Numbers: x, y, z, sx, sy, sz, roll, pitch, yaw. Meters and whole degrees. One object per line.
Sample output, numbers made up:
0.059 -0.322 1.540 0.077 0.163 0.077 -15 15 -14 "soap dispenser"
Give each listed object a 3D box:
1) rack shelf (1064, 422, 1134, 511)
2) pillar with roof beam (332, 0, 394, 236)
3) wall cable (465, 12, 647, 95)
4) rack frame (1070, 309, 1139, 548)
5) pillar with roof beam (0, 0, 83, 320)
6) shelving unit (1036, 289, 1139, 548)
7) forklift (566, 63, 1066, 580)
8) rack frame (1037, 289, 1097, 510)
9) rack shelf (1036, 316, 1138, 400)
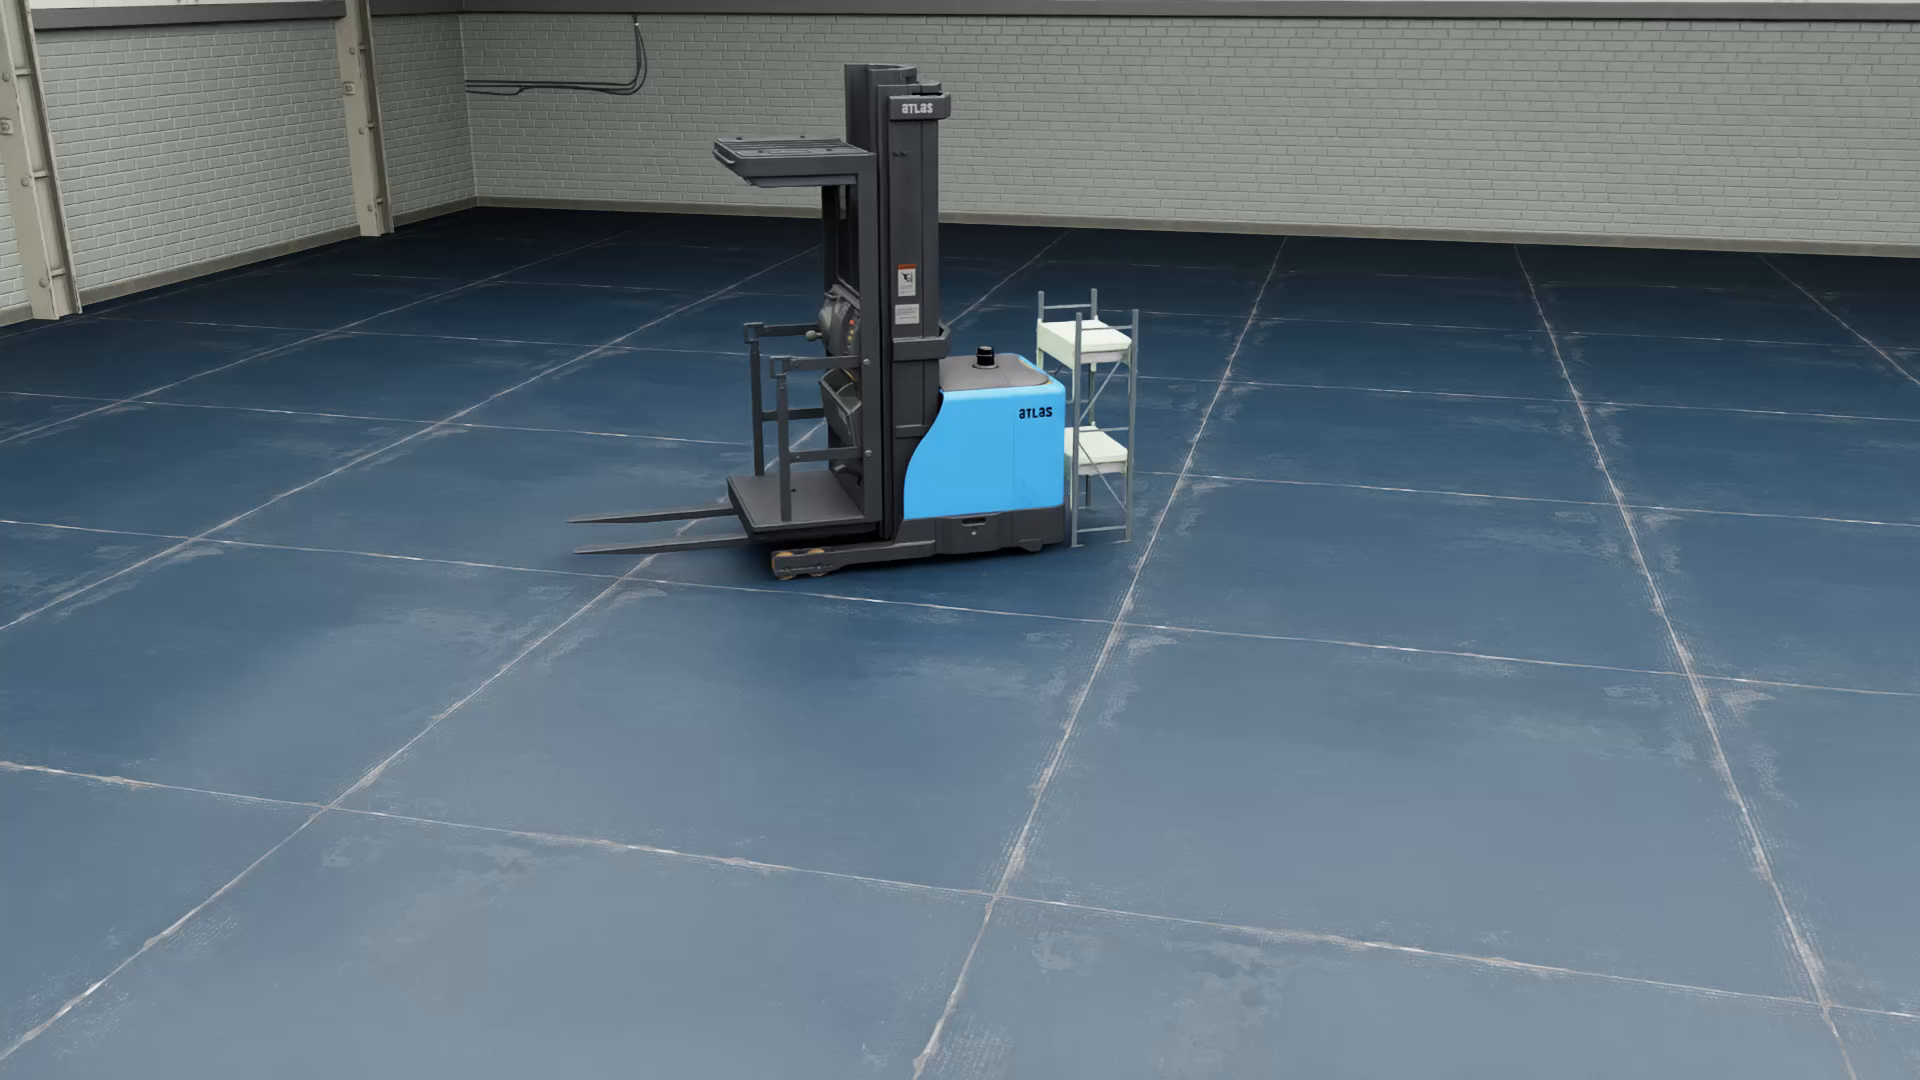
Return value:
0.798 -0.488 10.803 0.431 0.370 0.720 -5 20 -15 "rack shelf"
-3.959 -8.187 20.735 9.100 9.000 0.400 5 19 13 "pillar with roof beam"
-6.131 -7.877 24.630 3.097 2.526 0.112 5 19 13 "wall cable"
0.897 -0.682 10.365 0.400 1.500 0.023 -5 20 -15 "rack frame"
-5.425 -6.307 15.230 9.100 9.000 0.400 5 19 13 "pillar with roof beam"
0.798 -0.796 10.698 0.431 1.500 0.755 -5 20 -15 "shelving unit"
-0.913 -1.338 10.070 3.031 2.935 1.130 -5 20 -15 "forklift"
0.699 -0.910 11.031 0.400 1.500 0.023 -5 20 -15 "rack frame"
0.798 -1.165 10.572 0.431 0.370 0.720 -5 20 -15 "rack shelf"
